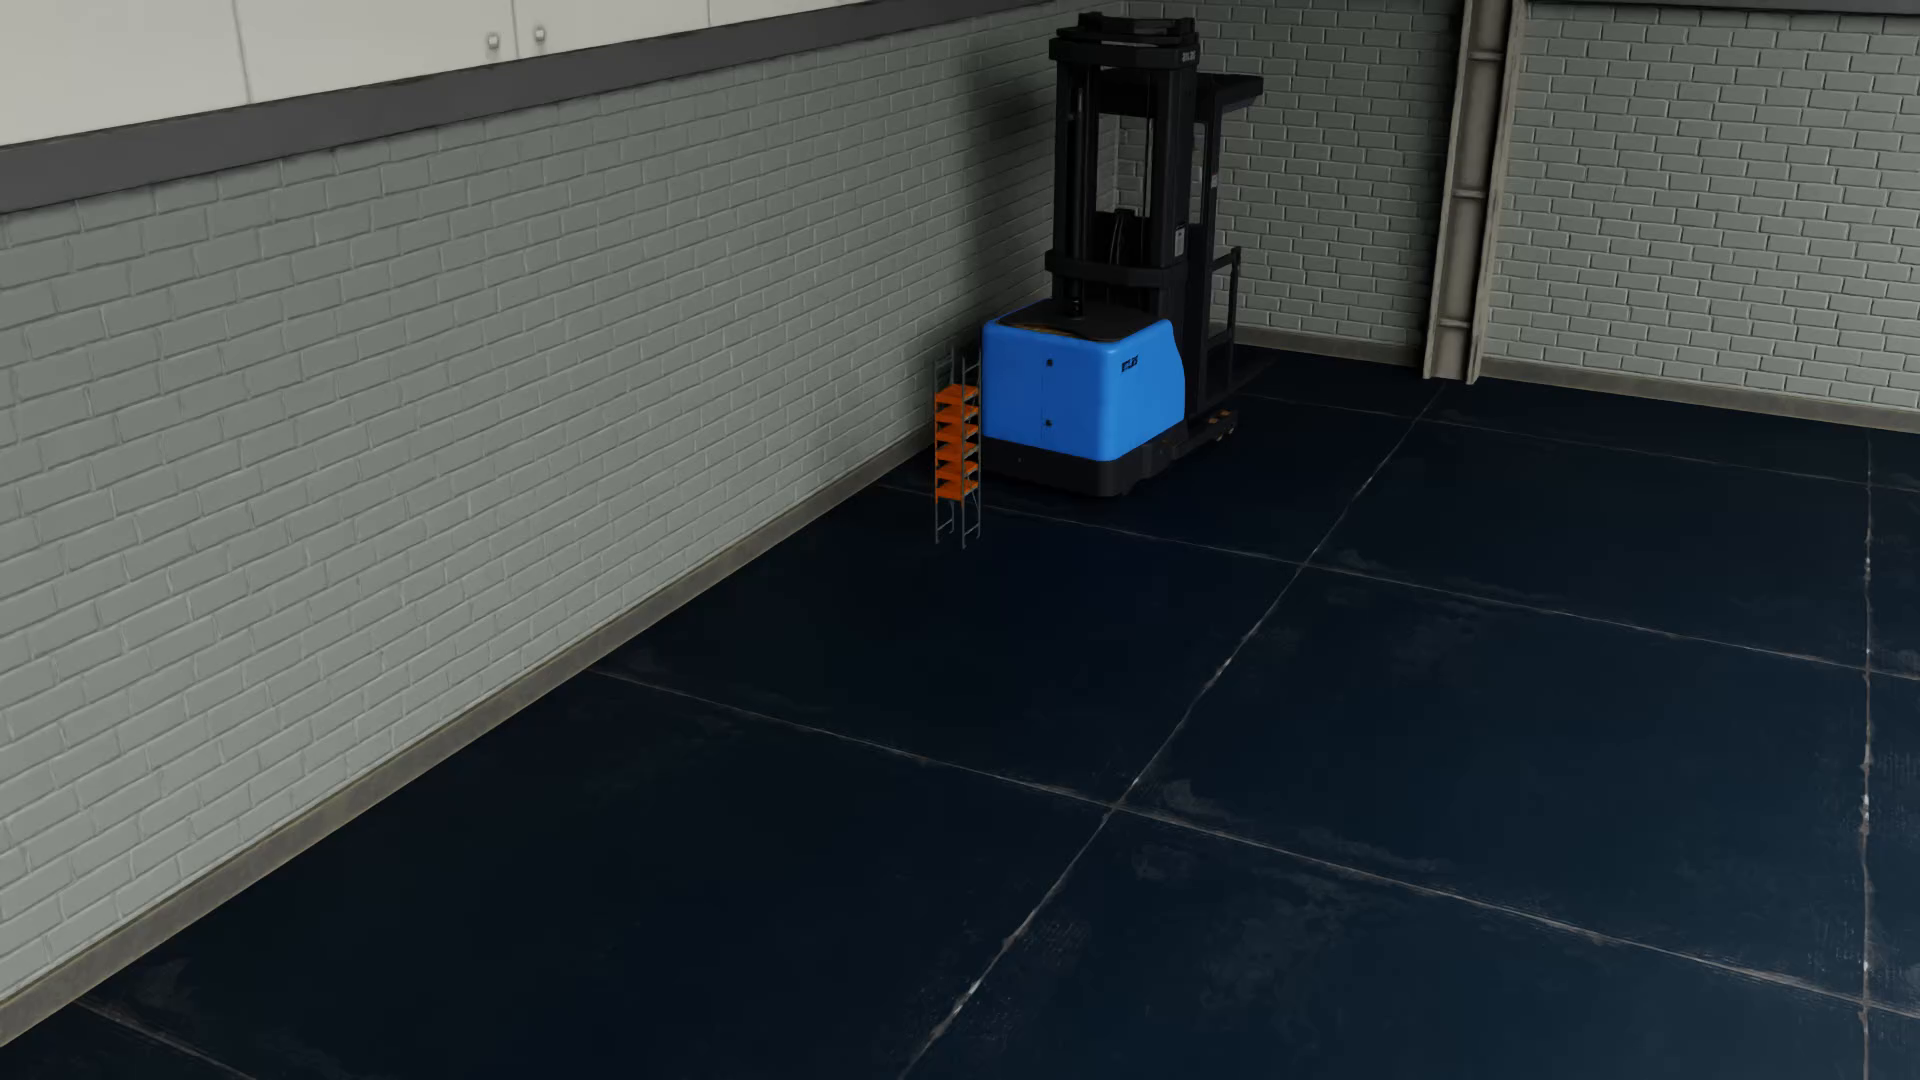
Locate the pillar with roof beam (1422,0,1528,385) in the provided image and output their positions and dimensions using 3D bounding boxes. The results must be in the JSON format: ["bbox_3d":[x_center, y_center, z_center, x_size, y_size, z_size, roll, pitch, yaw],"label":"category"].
[{"bbox_3d":[1.994,-3.950,8.039,0.400,9.000,9.100,11,25,25],"label":"pillar with roof beam"}]

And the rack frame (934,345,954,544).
[{"bbox_3d":[-0.095,-0.571,10.059,0.006,1.200,0.240,11,25,25],"label":"rack frame"}]

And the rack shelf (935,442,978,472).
[{"bbox_3d":[-0.013,-0.514,10.039,0.180,0.103,0.258,11,25,25],"label":"rack shelf"}]

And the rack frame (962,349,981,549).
[{"bbox_3d":[0.069,-0.539,9.983,0.006,1.200,0.240,11,25,25],"label":"rack frame"}]

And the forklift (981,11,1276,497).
[{"bbox_3d":[1.361,-2.149,11.558,1.130,2.935,3.031,15,27,31],"label":"forklift"}]

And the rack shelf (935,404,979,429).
[{"bbox_3d":[-0.013,-0.735,9.945,0.180,0.103,0.258,11,25,25],"label":"rack shelf"}]

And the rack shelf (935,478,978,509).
[{"bbox_3d":[-0.013,-0.293,10.133,0.180,0.103,0.258,11,25,25],"label":"rack shelf"}]

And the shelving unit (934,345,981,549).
[{"bbox_3d":[-0.013,-0.555,10.021,0.189,1.200,0.258,11,25,25],"label":"shelving unit"}]

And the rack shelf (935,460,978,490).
[{"bbox_3d":[-0.013,-0.403,10.086,0.180,0.103,0.258,11,25,25],"label":"rack shelf"}]

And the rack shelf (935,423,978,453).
[{"bbox_3d":[-0.013,-0.624,9.992,0.180,0.103,0.258,11,25,25],"label":"rack shelf"}]

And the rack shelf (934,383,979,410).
[{"bbox_3d":[-0.013,-0.845,9.898,0.180,0.103,0.258,11,25,25],"label":"rack shelf"}]
